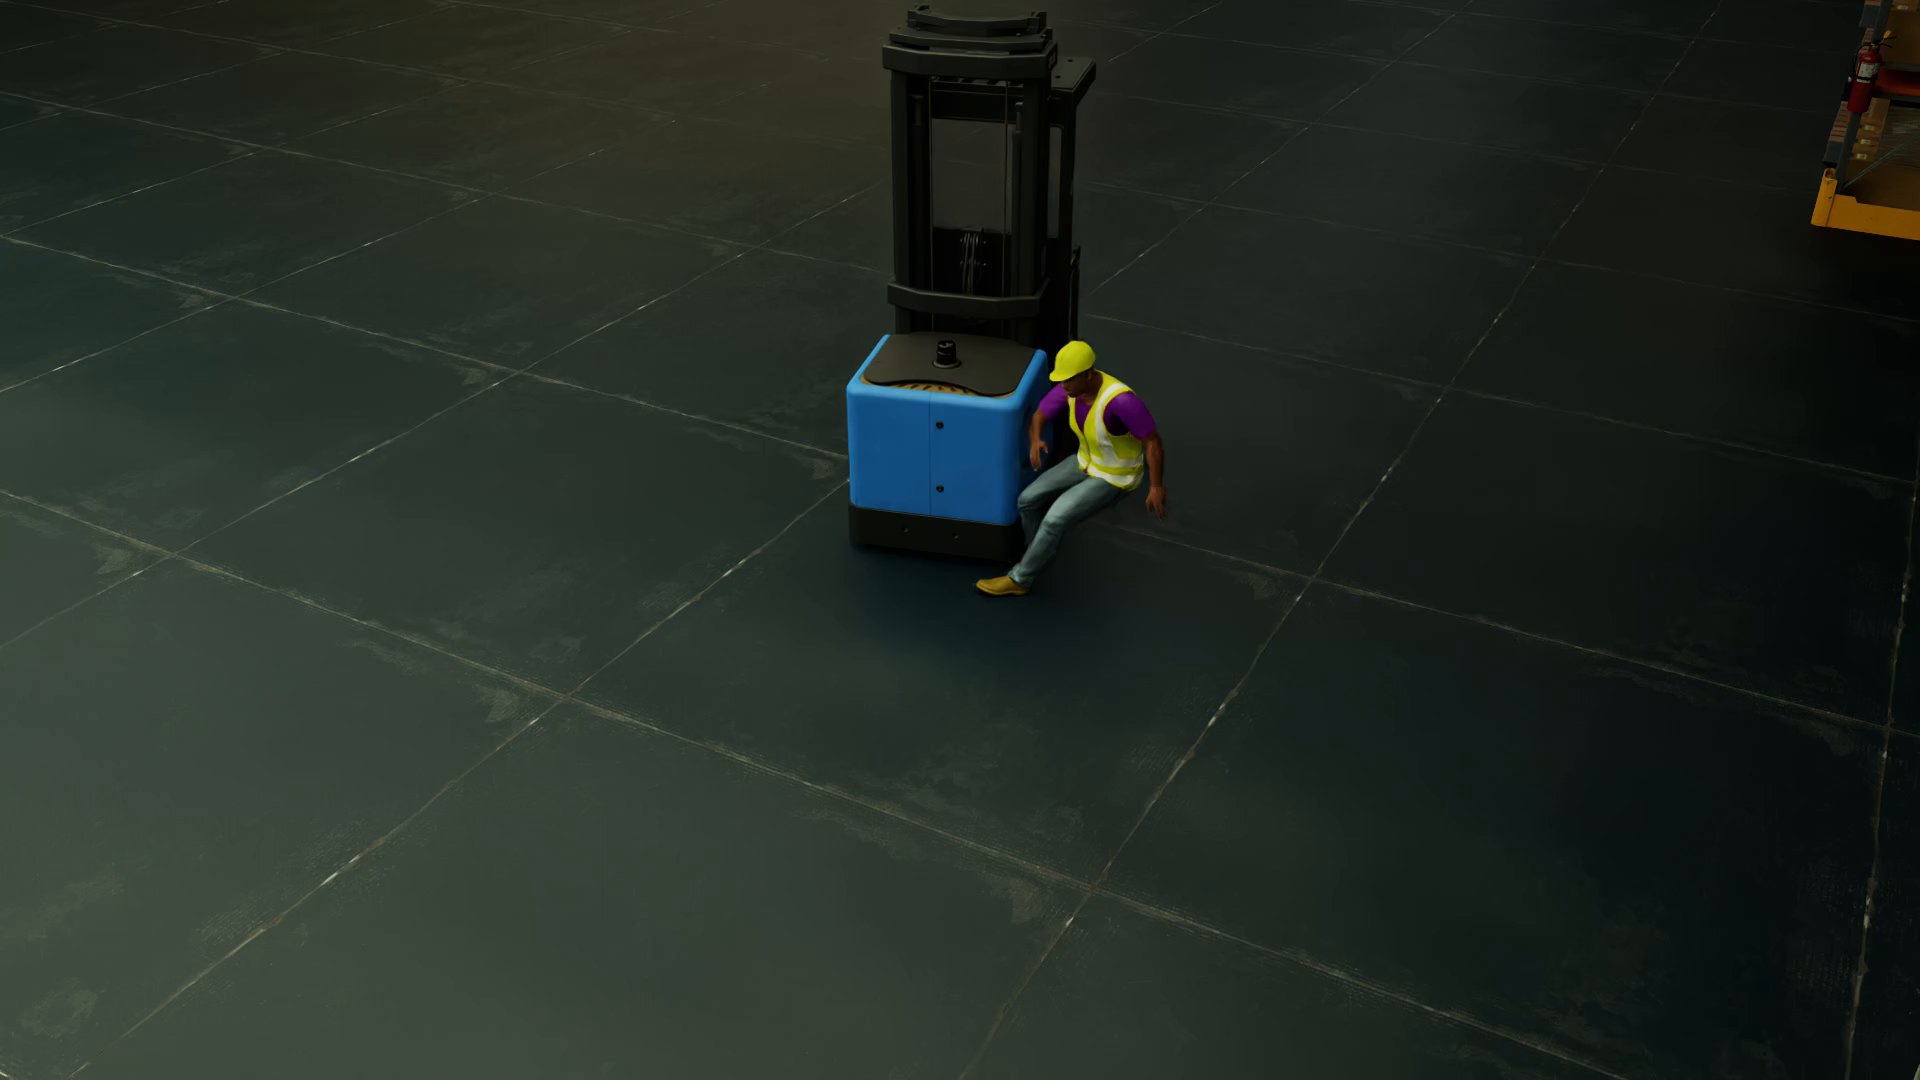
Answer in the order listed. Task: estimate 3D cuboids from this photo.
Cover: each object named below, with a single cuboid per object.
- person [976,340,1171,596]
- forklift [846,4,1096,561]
[{"bbox_3d":[0.597,-0.336,9.175,0.929,1.525,0.937,-17,34,-27],"label":"person"},{"bbox_3d":[0.194,-1.869,10.310,1.130,2.935,3.031,7,31,12],"label":"forklift"}]
